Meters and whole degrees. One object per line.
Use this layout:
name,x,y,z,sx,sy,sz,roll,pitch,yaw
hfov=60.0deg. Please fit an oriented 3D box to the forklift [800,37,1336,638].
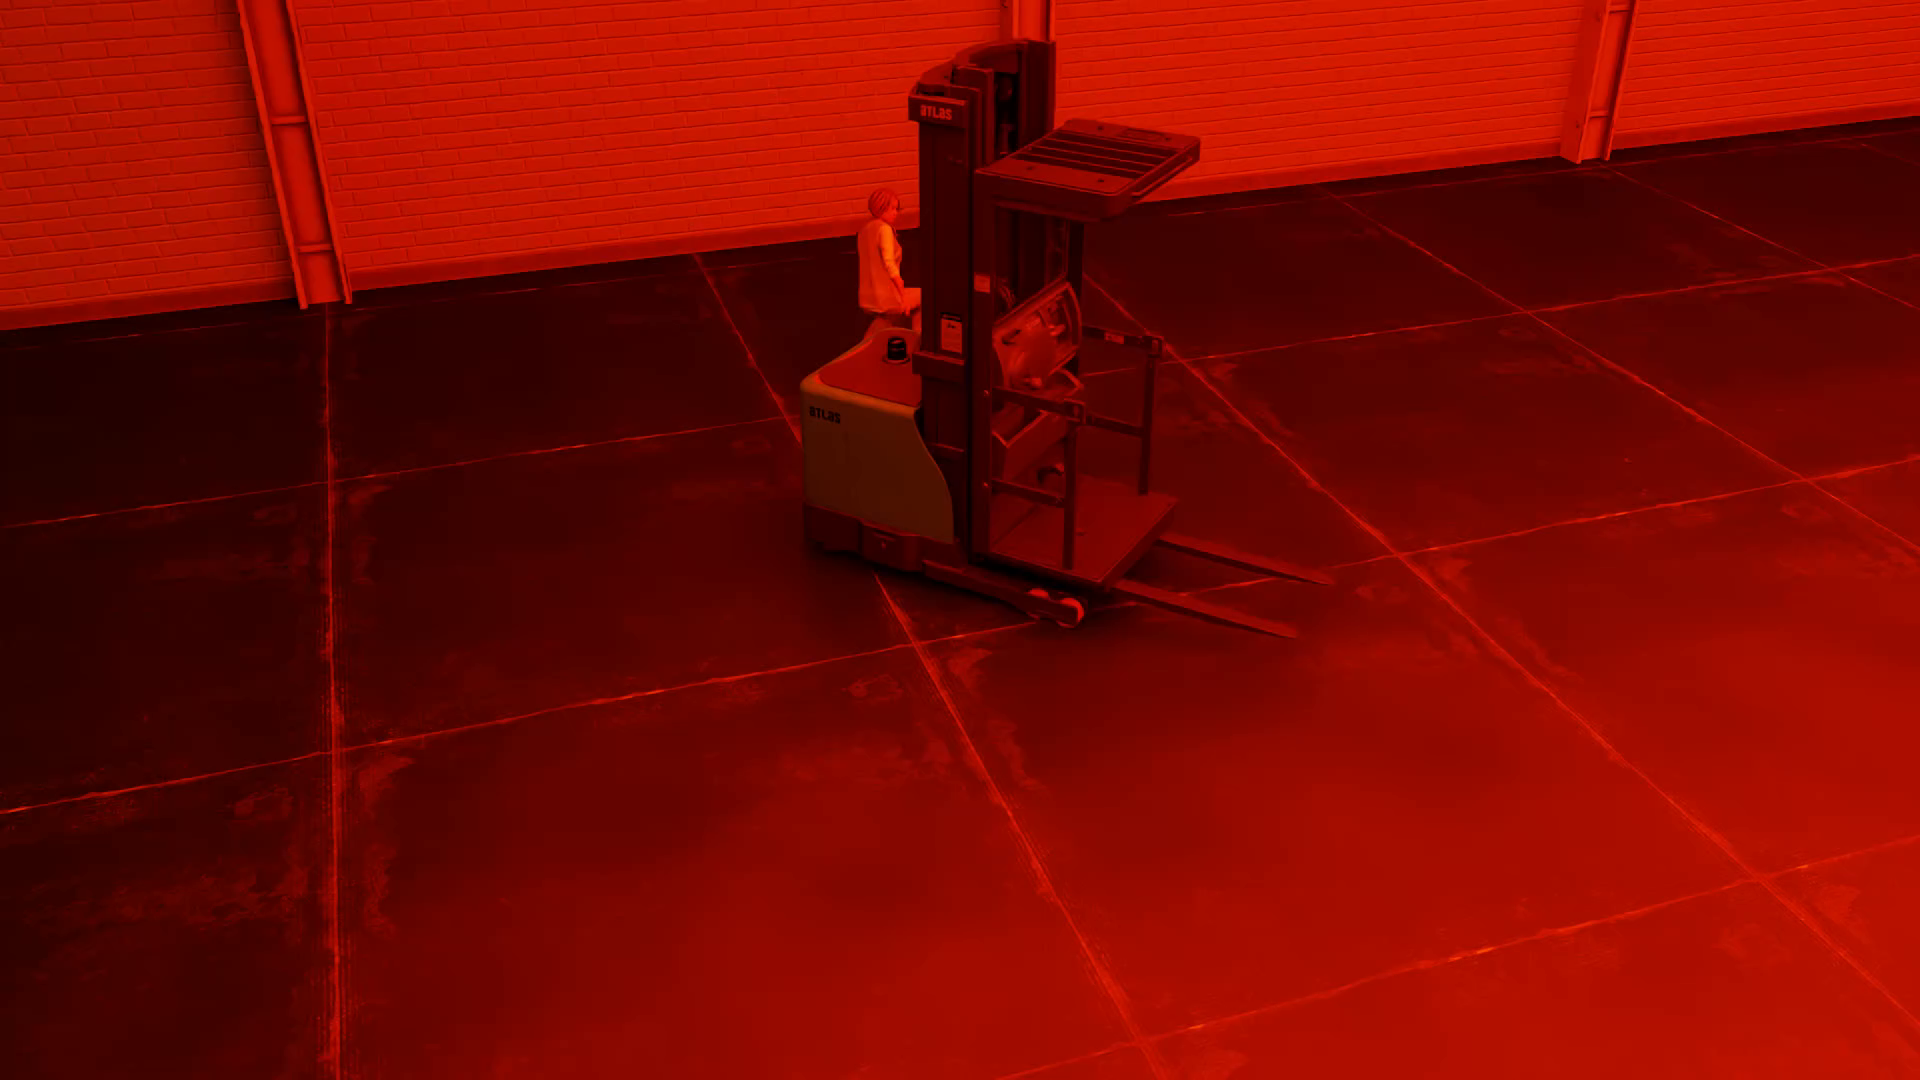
forklift,0.605,-1.086,8.975,3.031,2.935,1.130,16,34,26

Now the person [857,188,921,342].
person,-0.457,-1.783,11.727,0.661,1.361,0.623,23,37,35
